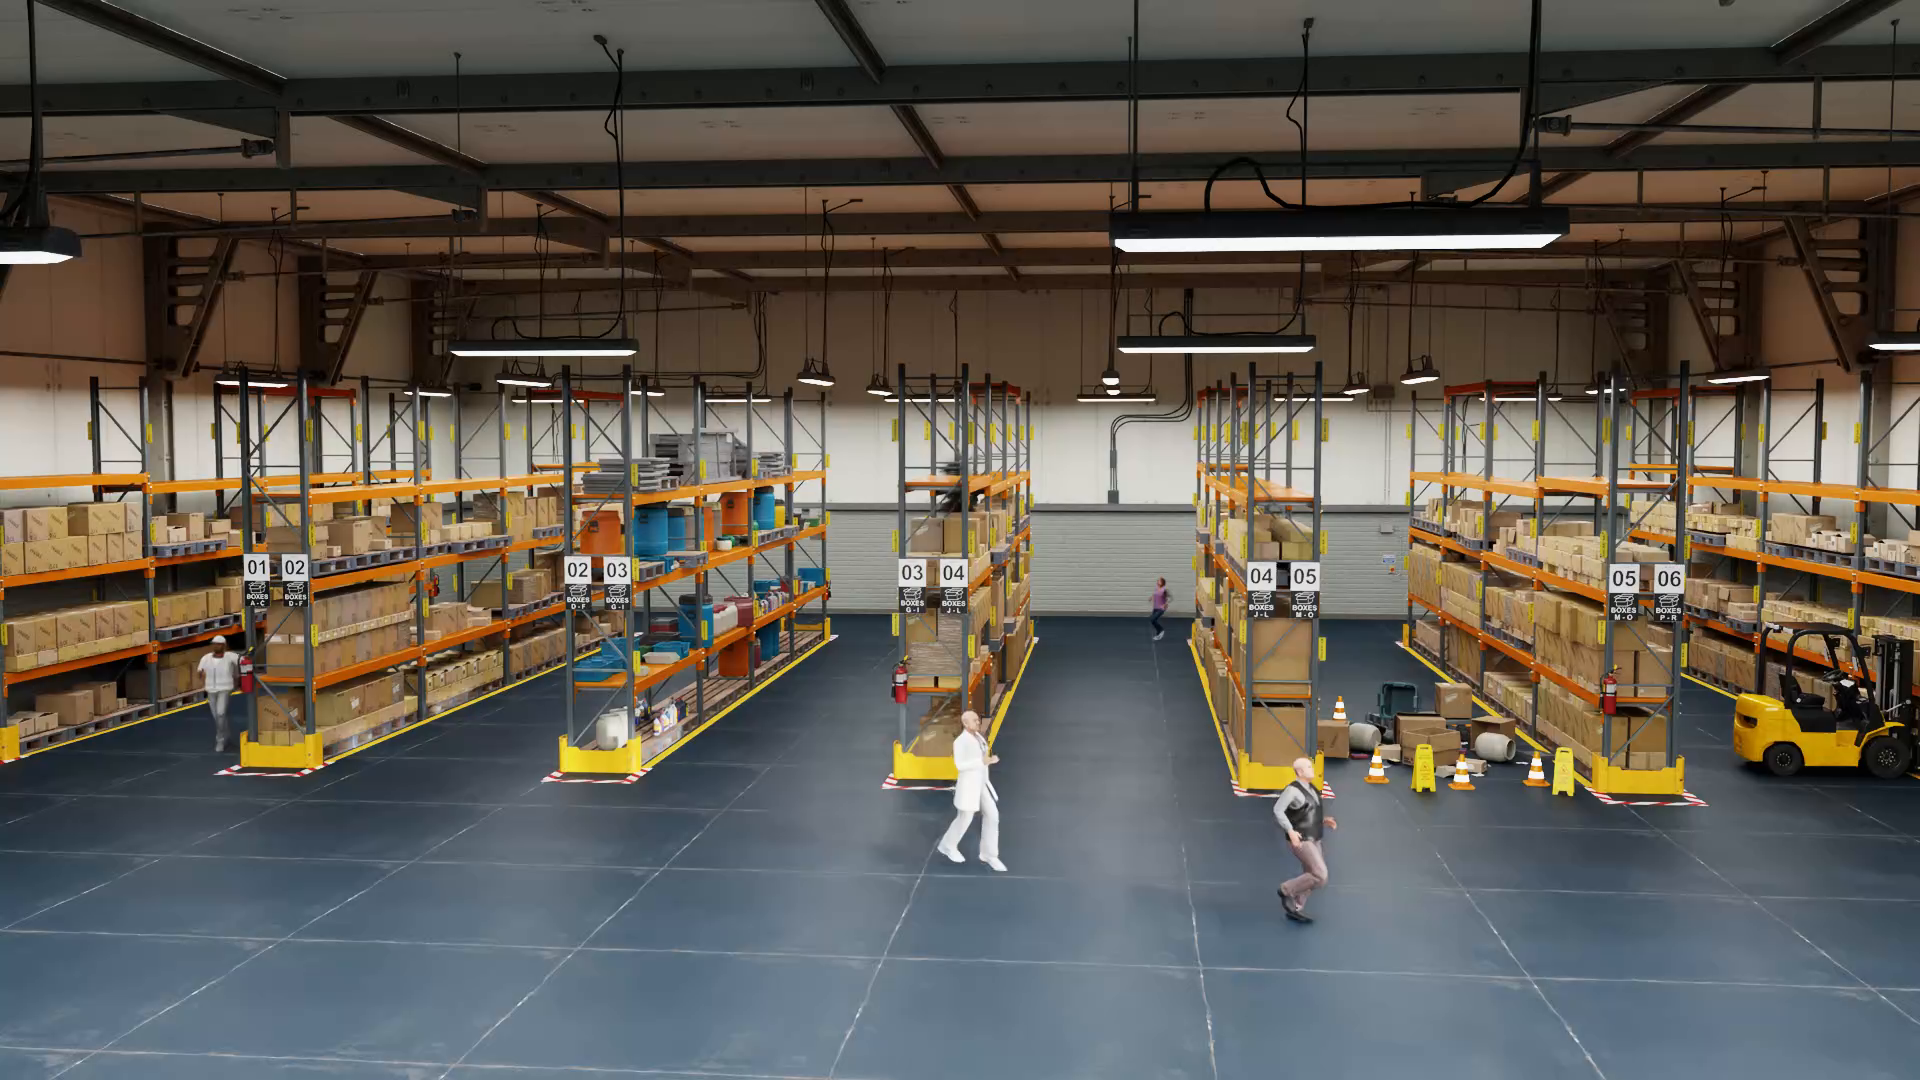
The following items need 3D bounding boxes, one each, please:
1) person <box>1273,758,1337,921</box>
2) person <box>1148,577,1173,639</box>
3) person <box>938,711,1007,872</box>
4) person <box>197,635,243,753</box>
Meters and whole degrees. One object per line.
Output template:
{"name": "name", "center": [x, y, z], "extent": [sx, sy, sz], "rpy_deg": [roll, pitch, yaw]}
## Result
{"name": "person", "center": [3.561, 3.071, 17.002], "extent": [0.566, 1.682, 0.650], "rpy_deg": [2, 4, 34]}
{"name": "person", "center": [4.807, 1.664, 40.110], "extent": [0.543, 1.521, 0.543], "rpy_deg": [-2, 4, -29]}
{"name": "person", "center": [0.126, 2.866, 19.120], "extent": [0.851, 1.817, 0.688], "rpy_deg": [3, 4, 35]}
{"name": "person", "center": [-11.747, 2.420, 26.386], "extent": [0.677, 1.823, 0.737], "rpy_deg": [0, 4, 1]}
